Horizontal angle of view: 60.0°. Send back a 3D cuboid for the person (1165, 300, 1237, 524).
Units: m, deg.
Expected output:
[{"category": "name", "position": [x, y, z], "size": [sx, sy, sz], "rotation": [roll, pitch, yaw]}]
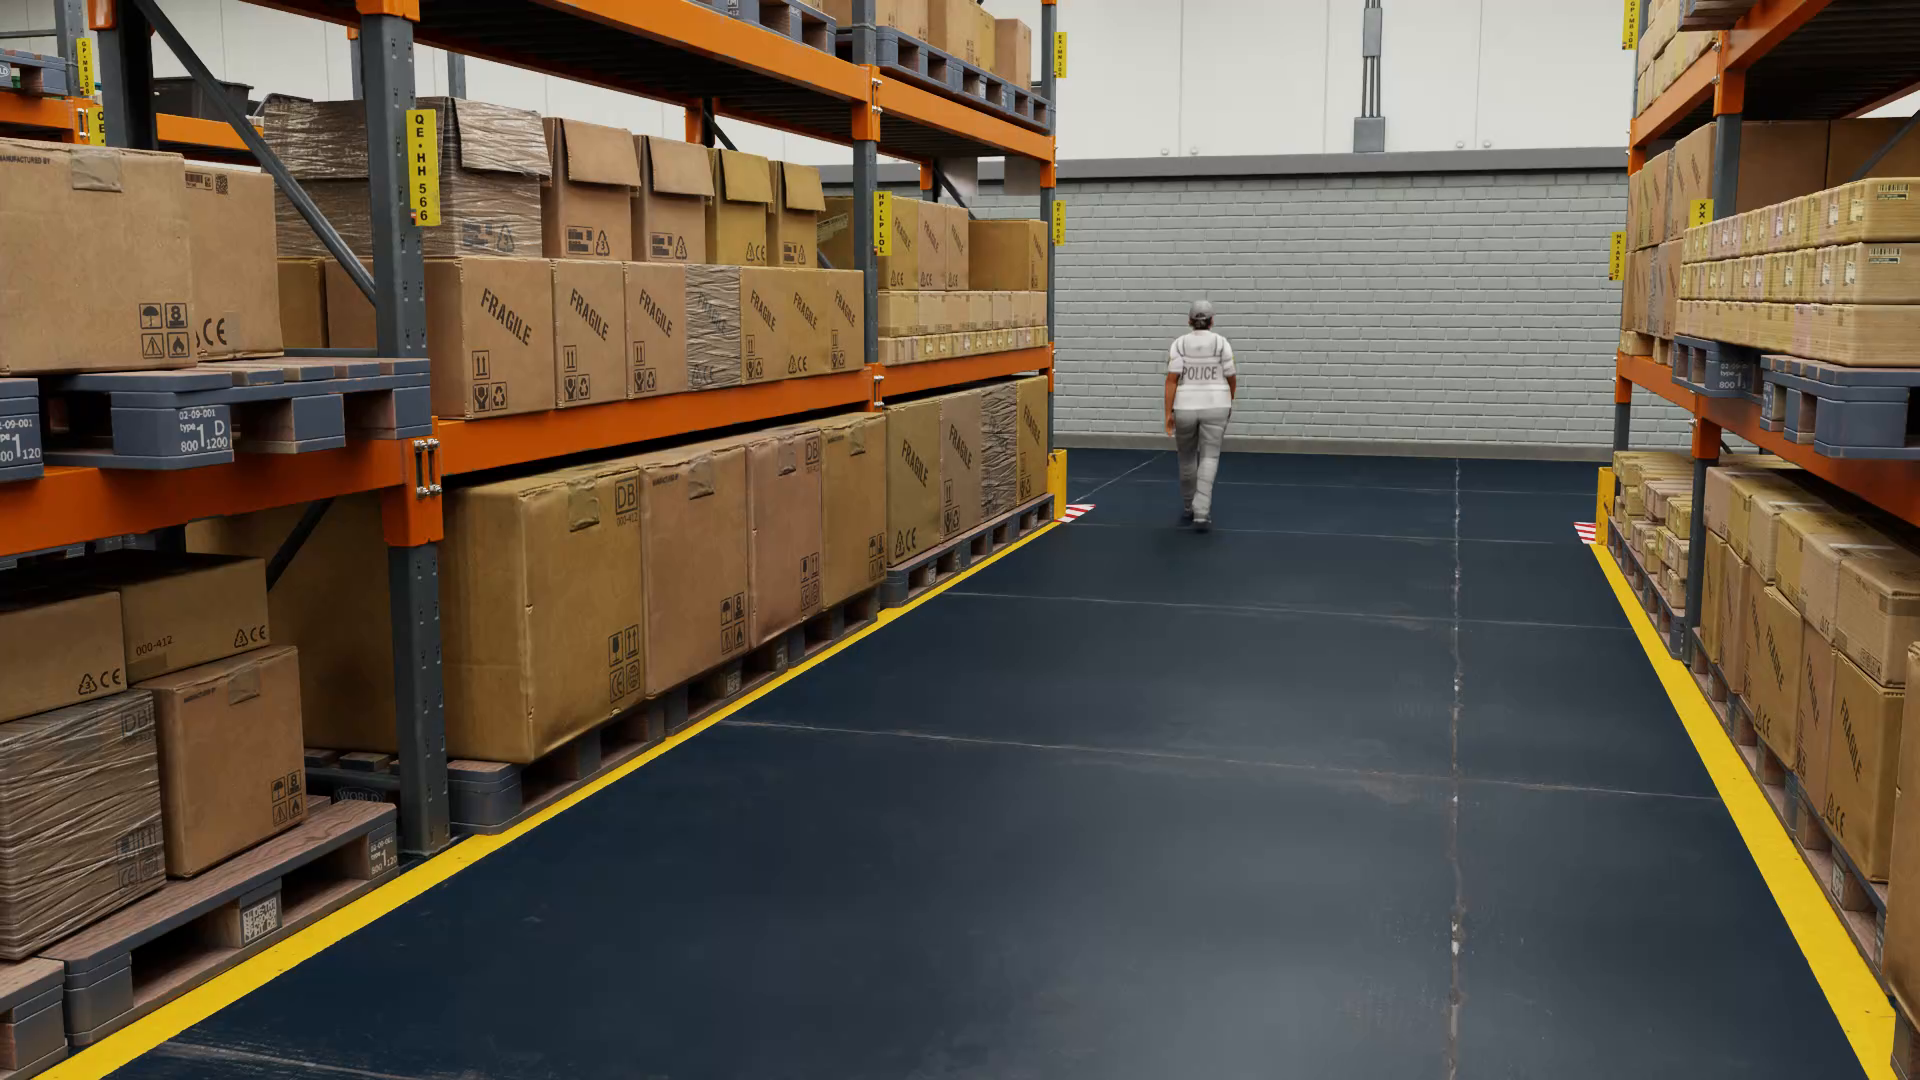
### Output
[{"category": "person", "position": [1.778, -0.952, 12.178], "size": [0.487, 1.596, 1.031], "rotation": [3, 9, 18]}]
